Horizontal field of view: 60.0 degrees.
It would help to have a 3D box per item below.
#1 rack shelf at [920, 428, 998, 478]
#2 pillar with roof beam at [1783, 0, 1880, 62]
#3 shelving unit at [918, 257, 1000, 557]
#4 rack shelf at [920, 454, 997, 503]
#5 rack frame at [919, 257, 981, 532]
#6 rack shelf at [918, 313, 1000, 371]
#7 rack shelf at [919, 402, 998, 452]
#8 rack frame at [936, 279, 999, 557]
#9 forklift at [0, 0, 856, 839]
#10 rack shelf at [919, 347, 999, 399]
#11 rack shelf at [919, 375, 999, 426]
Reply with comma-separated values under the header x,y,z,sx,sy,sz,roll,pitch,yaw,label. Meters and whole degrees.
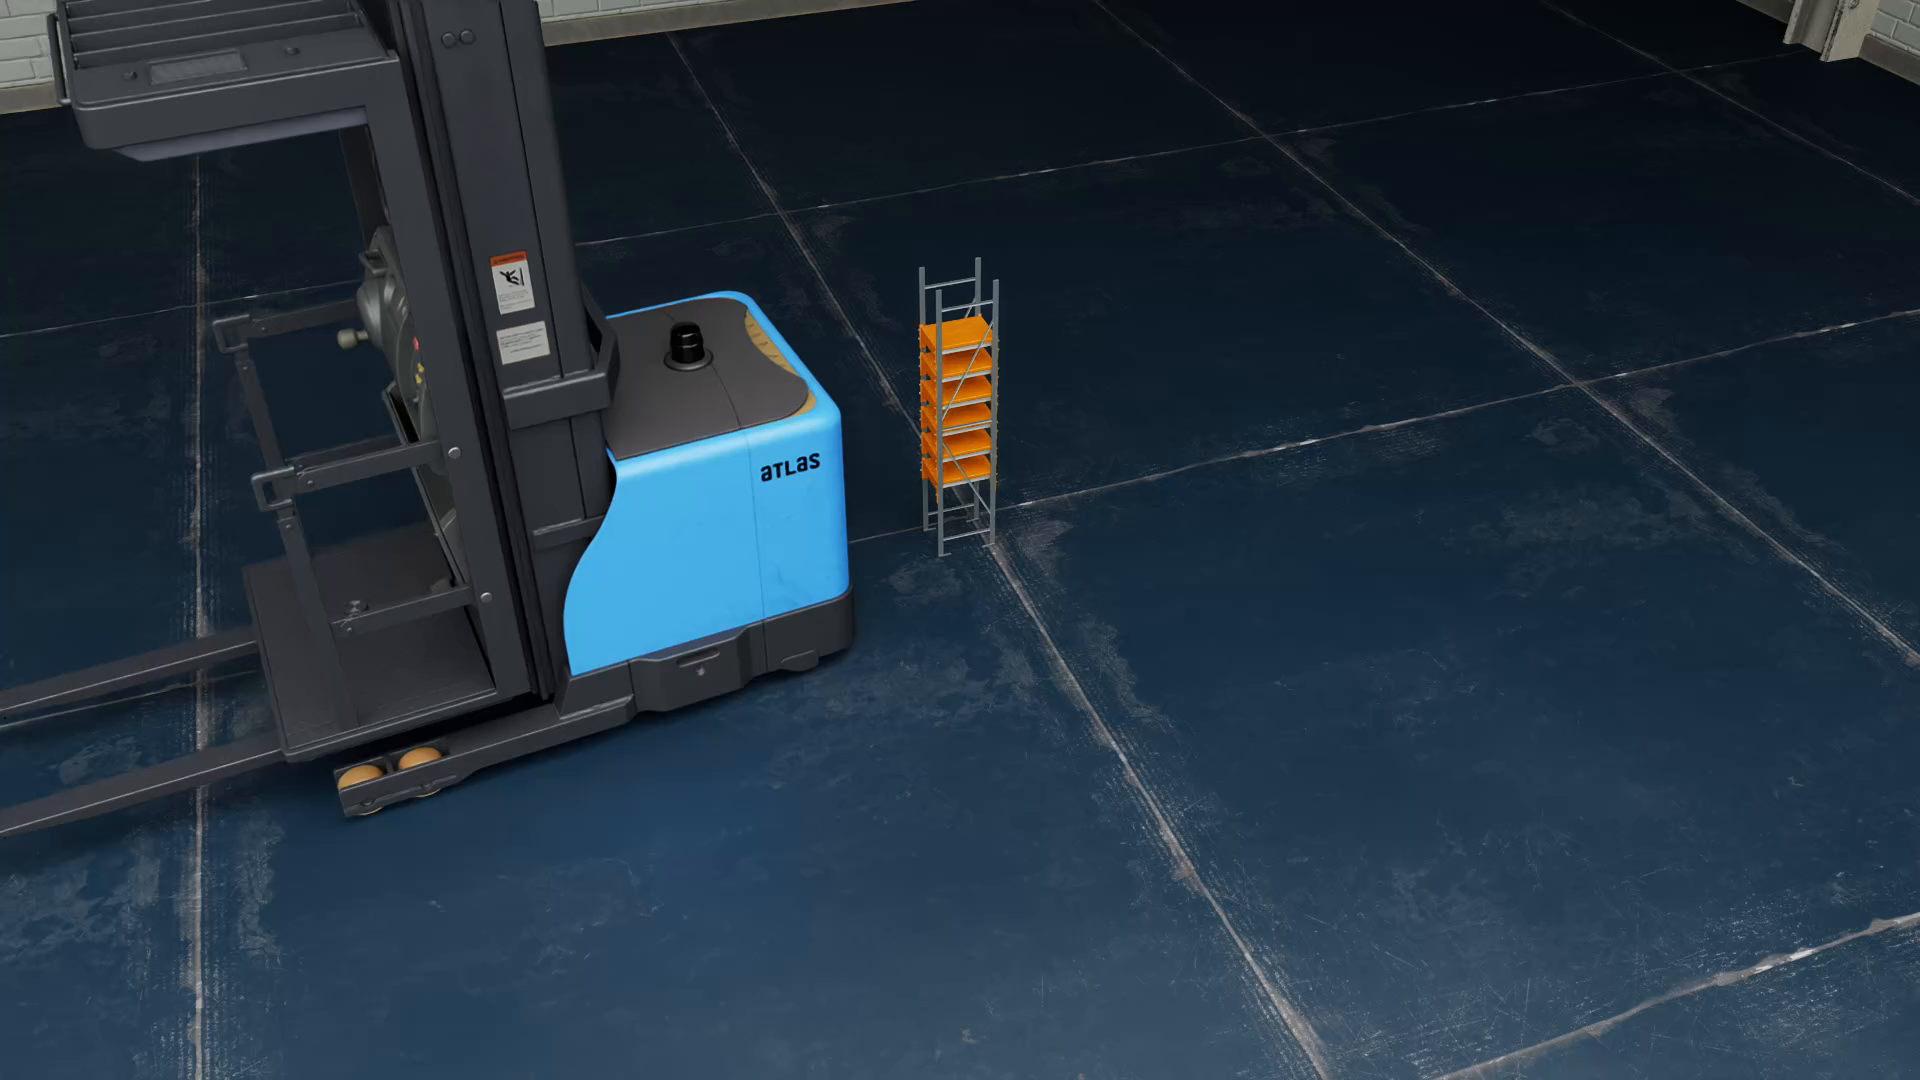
x,y,z,sx,sy,sz,roll,pitch,yaw,label
-0.005,-0.356,6.499,0.258,0.103,0.180,-12,39,-16,rack shelf
1.714,-5.985,7.217,9.100,9.000,0.400,-12,39,-16,pillar with roof beam
-0.005,-0.487,6.400,0.258,1.200,0.189,-12,39,-16,shelving unit
-0.005,-0.260,6.571,0.258,0.103,0.180,-12,39,-16,rack shelf
-0.036,-0.539,6.468,0.240,1.200,0.006,-12,39,-16,rack frame
-0.005,-0.739,6.210,0.258,0.103,0.180,-12,39,-16,rack shelf
-0.005,-0.452,6.427,0.258,0.103,0.180,-12,39,-16,rack shelf
0.026,-0.436,6.331,0.240,1.200,0.006,-12,39,-16,rack frame
-1.942,-0.620,5.137,3.031,2.935,1.130,-16,40,-20,forklift
-0.005,-0.644,6.282,0.258,0.103,0.180,-12,39,-16,rack shelf
-0.005,-0.548,6.354,0.258,0.103,0.180,-12,39,-16,rack shelf
